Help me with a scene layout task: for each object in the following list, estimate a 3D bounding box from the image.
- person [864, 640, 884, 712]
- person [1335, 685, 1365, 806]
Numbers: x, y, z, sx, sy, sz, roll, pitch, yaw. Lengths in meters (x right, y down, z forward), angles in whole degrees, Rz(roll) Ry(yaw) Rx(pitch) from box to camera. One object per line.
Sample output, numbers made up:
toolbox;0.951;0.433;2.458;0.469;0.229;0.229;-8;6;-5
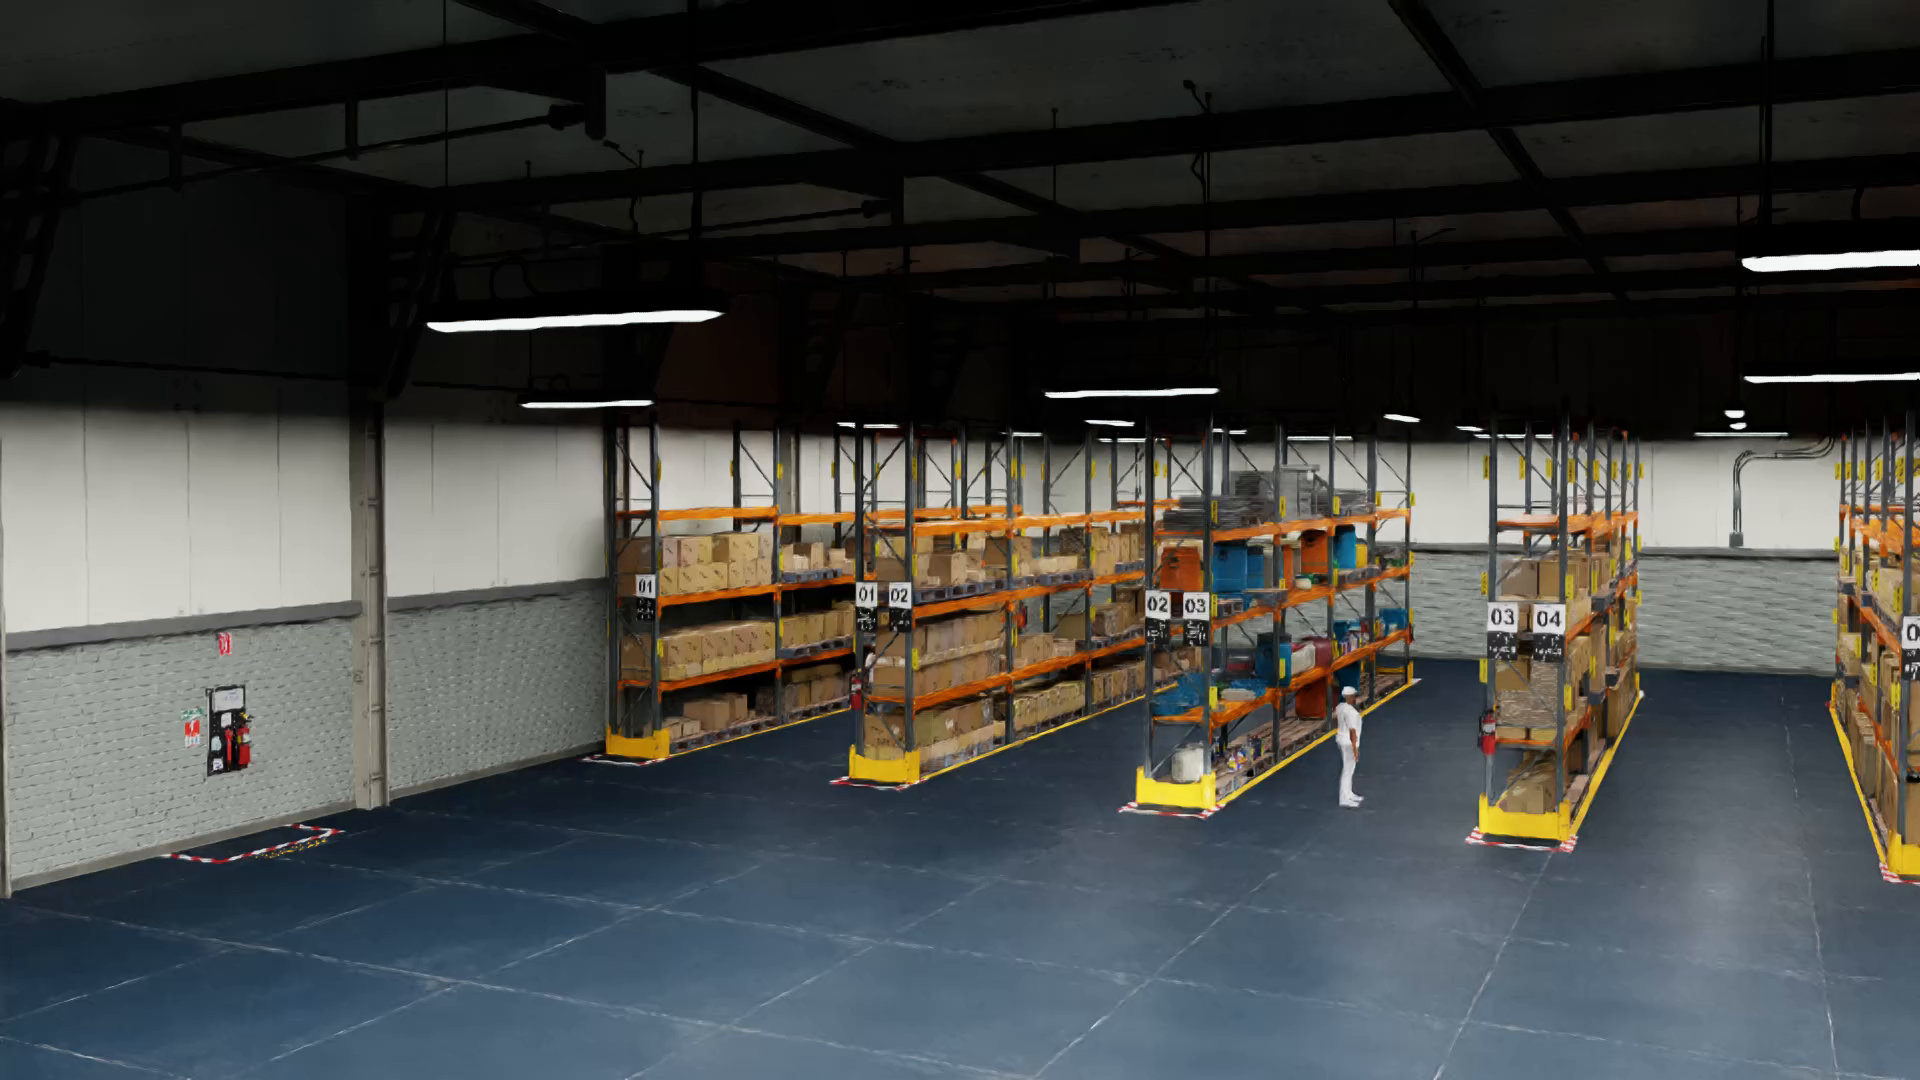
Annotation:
person;-1.662;2.784;33.109;0.448;1.618;0.988;1;3;16
person;5.862;3.059;24.865;0.456;1.758;0.628;0;2;-2
